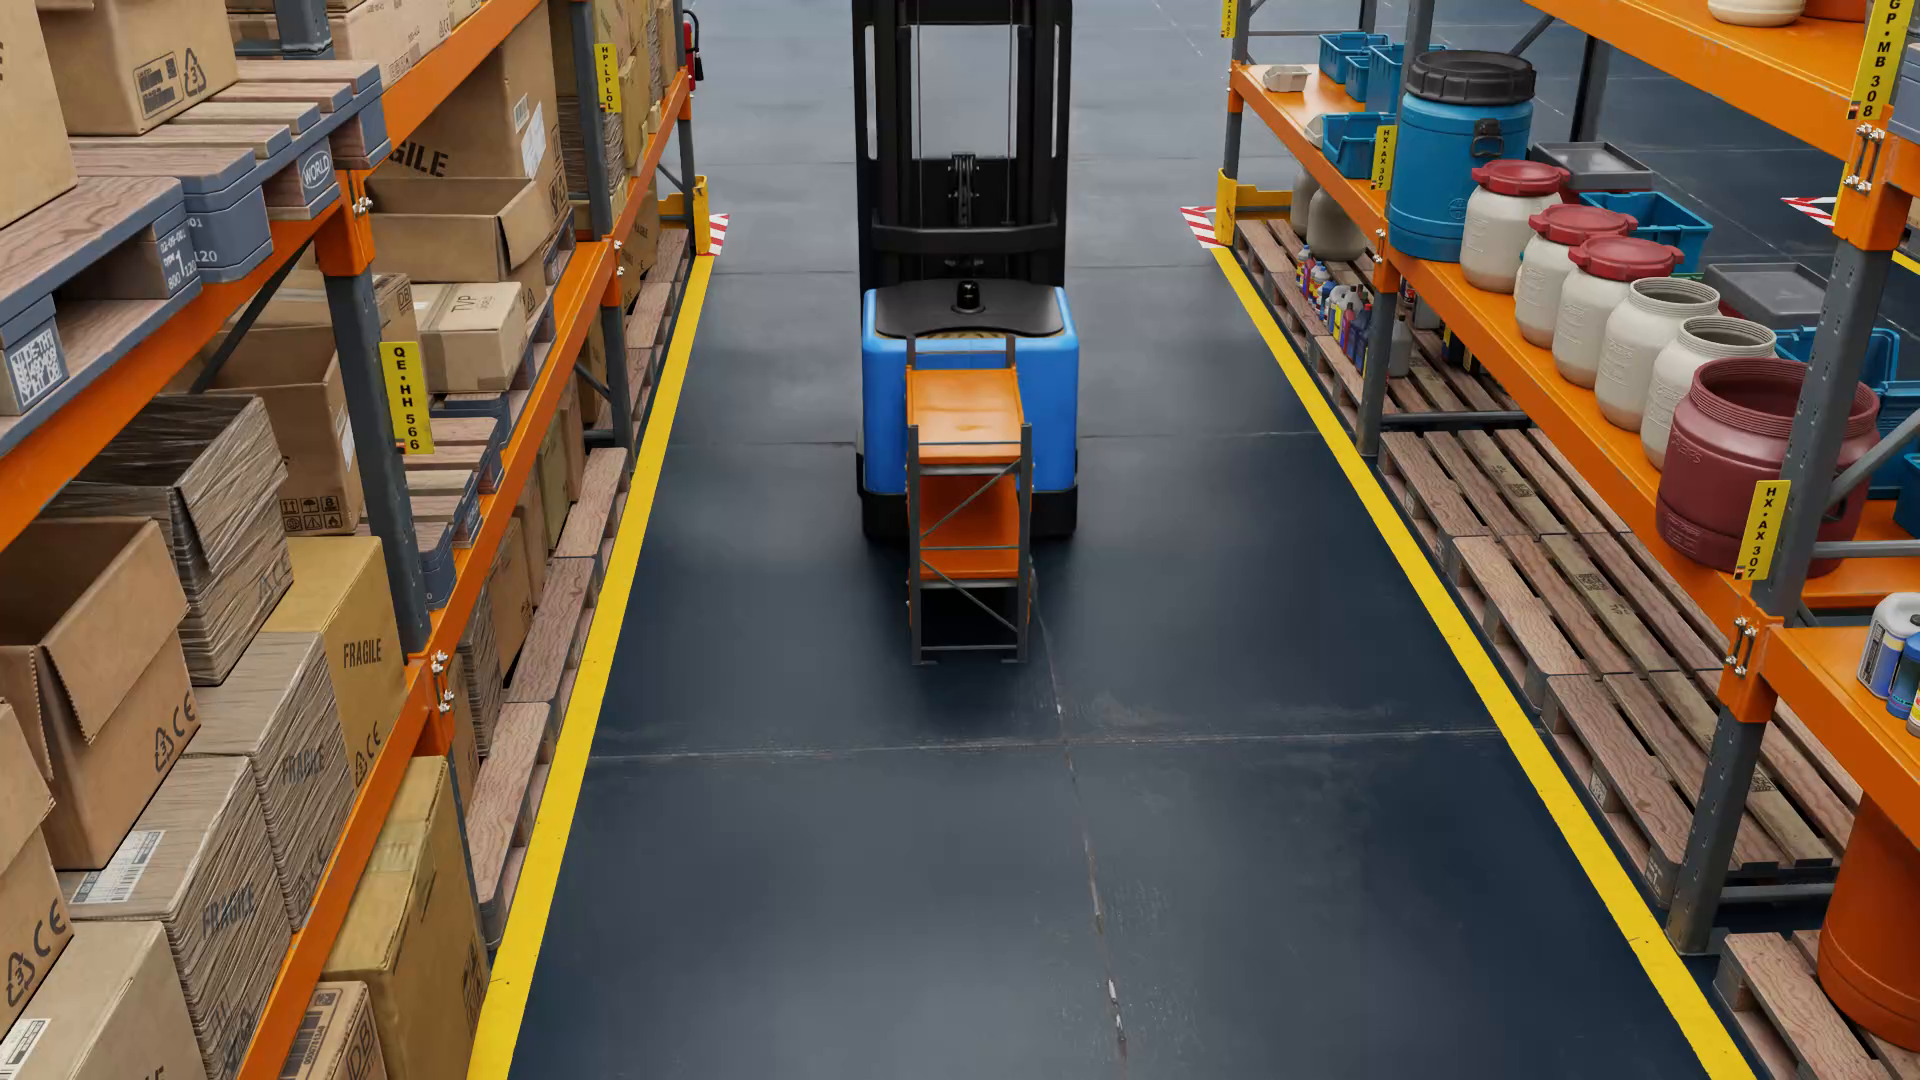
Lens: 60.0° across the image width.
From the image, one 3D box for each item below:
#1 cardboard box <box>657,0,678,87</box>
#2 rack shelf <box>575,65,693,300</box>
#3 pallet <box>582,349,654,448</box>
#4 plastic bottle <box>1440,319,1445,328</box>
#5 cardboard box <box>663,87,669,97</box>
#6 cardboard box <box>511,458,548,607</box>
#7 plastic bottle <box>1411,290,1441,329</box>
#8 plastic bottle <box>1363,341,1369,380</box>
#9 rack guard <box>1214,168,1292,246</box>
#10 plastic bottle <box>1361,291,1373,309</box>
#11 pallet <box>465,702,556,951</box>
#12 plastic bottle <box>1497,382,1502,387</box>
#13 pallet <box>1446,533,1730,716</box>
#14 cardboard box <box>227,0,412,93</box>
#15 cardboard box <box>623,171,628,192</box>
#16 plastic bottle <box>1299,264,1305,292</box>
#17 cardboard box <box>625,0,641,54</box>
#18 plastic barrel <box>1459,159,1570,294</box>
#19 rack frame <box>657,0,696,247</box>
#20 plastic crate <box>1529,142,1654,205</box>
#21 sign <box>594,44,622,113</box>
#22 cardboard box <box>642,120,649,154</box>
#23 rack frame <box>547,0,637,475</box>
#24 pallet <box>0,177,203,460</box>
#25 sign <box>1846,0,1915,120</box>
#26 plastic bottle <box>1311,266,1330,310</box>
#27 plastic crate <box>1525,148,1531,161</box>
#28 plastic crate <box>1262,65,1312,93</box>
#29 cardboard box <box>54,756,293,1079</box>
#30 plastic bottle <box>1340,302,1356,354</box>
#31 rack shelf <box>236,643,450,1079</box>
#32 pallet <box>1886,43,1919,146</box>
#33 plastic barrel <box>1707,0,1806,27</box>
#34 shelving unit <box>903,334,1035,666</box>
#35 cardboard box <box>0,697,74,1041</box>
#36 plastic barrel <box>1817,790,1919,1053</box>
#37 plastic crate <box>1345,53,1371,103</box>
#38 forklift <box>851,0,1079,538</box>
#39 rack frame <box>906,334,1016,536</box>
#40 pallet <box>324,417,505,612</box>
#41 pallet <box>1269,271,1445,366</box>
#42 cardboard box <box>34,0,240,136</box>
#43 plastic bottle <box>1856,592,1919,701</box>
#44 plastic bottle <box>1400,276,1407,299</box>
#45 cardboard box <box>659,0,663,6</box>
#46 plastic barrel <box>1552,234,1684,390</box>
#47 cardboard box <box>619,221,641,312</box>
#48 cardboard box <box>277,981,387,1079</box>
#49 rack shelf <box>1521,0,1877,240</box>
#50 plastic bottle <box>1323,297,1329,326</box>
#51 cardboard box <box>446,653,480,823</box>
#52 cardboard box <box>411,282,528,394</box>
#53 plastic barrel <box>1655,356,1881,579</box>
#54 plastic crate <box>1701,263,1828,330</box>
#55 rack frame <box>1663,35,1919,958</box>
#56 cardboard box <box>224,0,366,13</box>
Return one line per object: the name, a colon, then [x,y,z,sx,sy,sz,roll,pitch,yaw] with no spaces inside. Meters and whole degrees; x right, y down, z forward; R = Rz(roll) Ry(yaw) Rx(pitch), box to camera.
cardboard box: [-2.314,-3.239,10.787,0.875,0.500,0.500,-1,28,-3]
rack shelf: [-2.357,-2.303,10.200,1.077,0.370,4.000,-1,28,-3]
pallet: [-2.323,-0.771,9.501,1.003,0.211,1.213,-1,28,-3]
plastic bottle: [3.034,-1.505,10.281,0.144,0.351,0.185,-2,28,-3]
cardboard box: [-2.163,-3.078,11.180,0.380,0.149,0.250,-1,28,-3]
cardboard box: [-2.206,-0.022,7.276,0.700,0.500,0.500,-4,28,-7]
plastic bottle: [2.888,-1.457,10.269,0.152,0.276,0.135,-1,28,-3]
plastic bottle: [2.339,-1.023,9.429,0.061,0.283,0.133,0,28,0]
rack guard: [2.536,-2.523,12.547,1.175,0.500,0.348,-1,28,-3]
plastic bottle: [2.447,-1.351,10.059,0.061,0.283,0.133,-1,28,-3]
pallet: [-2.083,1.024,6.058,1.003,0.211,1.213,-1,28,-3]
plastic bottle: [3.110,-0.977,9.430,0.097,0.201,0.097,0,28,0]
pallet: [2.840,0.345,7.361,1.003,0.211,1.213,-1,28,-3]
cardboard box: [-1.814,-1.338,4.490,0.500,0.250,0.500,-1,28,-2]
cardboard box: [-2.004,-1.924,8.967,0.380,0.149,0.250,-1,28,-3]
plastic bottle: [2.274,-1.727,10.868,0.097,0.201,0.097,0,28,0]
cardboard box: [-2.075,-2.994,9.235,0.500,0.500,0.500,-1,28,-3]
plastic barrel: [2.525,-1.431,7.604,0.433,0.535,0.433,0,28,0]
rack frame: [-2.461,-3.546,11.805,1.000,3.000,0.127,-1,28,-3]
plastic crate: [3.025,-1.630,8.063,0.402,0.464,0.583,-1,28,-3]
sign: [-1.698,-2.227,8.024,0.100,0.325,0.005,-1,28,-3]
cardboard box: [-2.055,-2.386,9.853,0.380,0.149,0.250,-1,28,-3]
rack frame: [-2.252,-1.698,8.263,1.000,3.000,0.127,-1,28,-3]
pallet: [-1.895,-0.285,2.513,1.003,0.211,1.213,0,28,0]
sign: [2.354,-1.238,4.249,0.100,0.325,0.005,-1,28,-3]
plastic bottle: [2.292,-1.601,10.551,0.097,0.271,0.097,0,28,0]
plastic crate: [2.794,-2.035,8.976,0.767,0.338,0.504,-1,28,-3]
plastic crate: [2.211,-3.127,11.288,0.298,0.136,0.250,-1,28,-3]
cardboard box: [-1.720,0.796,3.371,0.500,0.500,0.500,-2,28,-4]
plastic bottle: [2.312,-1.262,9.888,0.061,0.283,0.133,0,28,1]
rack shelf: [-1.939,1.391,3.117,1.077,0.370,4.000,-1,28,-3]
pallet: [2.845,-0.861,3.619,1.003,0.211,1.213,-1,28,-3]
plastic barrel: [2.603,-1.821,5.404,0.301,0.262,0.301,0,28,0]
shelving unit: [0.023,-0.199,7.415,0.538,1.125,1.048,-1,28,-2]
cardboard box: [-1.948,0.608,2.647,0.797,0.503,0.637,-1,28,-1]
plastic barrel: [2.945,1.031,4.923,0.600,0.830,0.708,-1,28,-3]
plastic crate: [2.838,-3.075,11.064,0.499,0.251,0.408,-1,28,-3]
forklift: [0.001,-1.950,8.819,1.130,2.935,3.031,-1,28,-2]
rack frame: [0.005,-0.434,7.866,0.500,1.125,0.032,-1,28,-2]
pallet: [-2.187,-0.093,5.392,1.213,0.211,1.003,-1,28,-3]
pallet: [2.634,-1.458,10.816,1.003,0.211,1.213,-1,28,-3]
cardboard box: [-1.940,-1.133,3.370,0.797,0.503,0.637,0,28,0]
plastic bottle: [2.603,0.292,4.581,0.152,0.276,0.135,-1,28,-3]
plastic bottle: [2.898,-1.699,10.725,0.061,0.283,0.133,-1,28,-3]
cardboard box: [-2.154,-3.686,10.564,0.500,0.500,0.500,-1,28,-3]
plastic barrel: [2.586,-0.893,6.571,0.433,0.535,0.433,0,28,0]
cardboard box: [-2.366,-1.770,10.649,0.500,0.500,0.500,1,28,2]
cardboard box: [-1.989,1.636,3.714,1.225,0.875,0.875,-1,28,-2]
rack shelf: [2.798,-1.905,6.194,1.077,0.370,4.000,-1,28,-3]
plastic bottle: [2.308,-1.430,10.298,0.097,0.201,0.097,0,28,0]
cardboard box: [-2.098,0.753,5.790,0.700,0.500,0.500,-3,28,-5]
cardboard box: [-1.901,-0.750,6.153,0.500,0.250,0.500,-2,28,-4]
plastic barrel: [2.576,-0.238,5.316,0.600,0.536,0.708,-1,28,-3]
plastic crate: [3.124,-0.753,6.381,0.402,0.464,0.583,-1,28,-3]
rack frame: [2.903,0.029,4.950,1.000,3.000,0.127,-1,28,-3]
cardboard box: [-1.811,-1.670,4.317,0.500,0.500,0.500,-1,28,-2]
